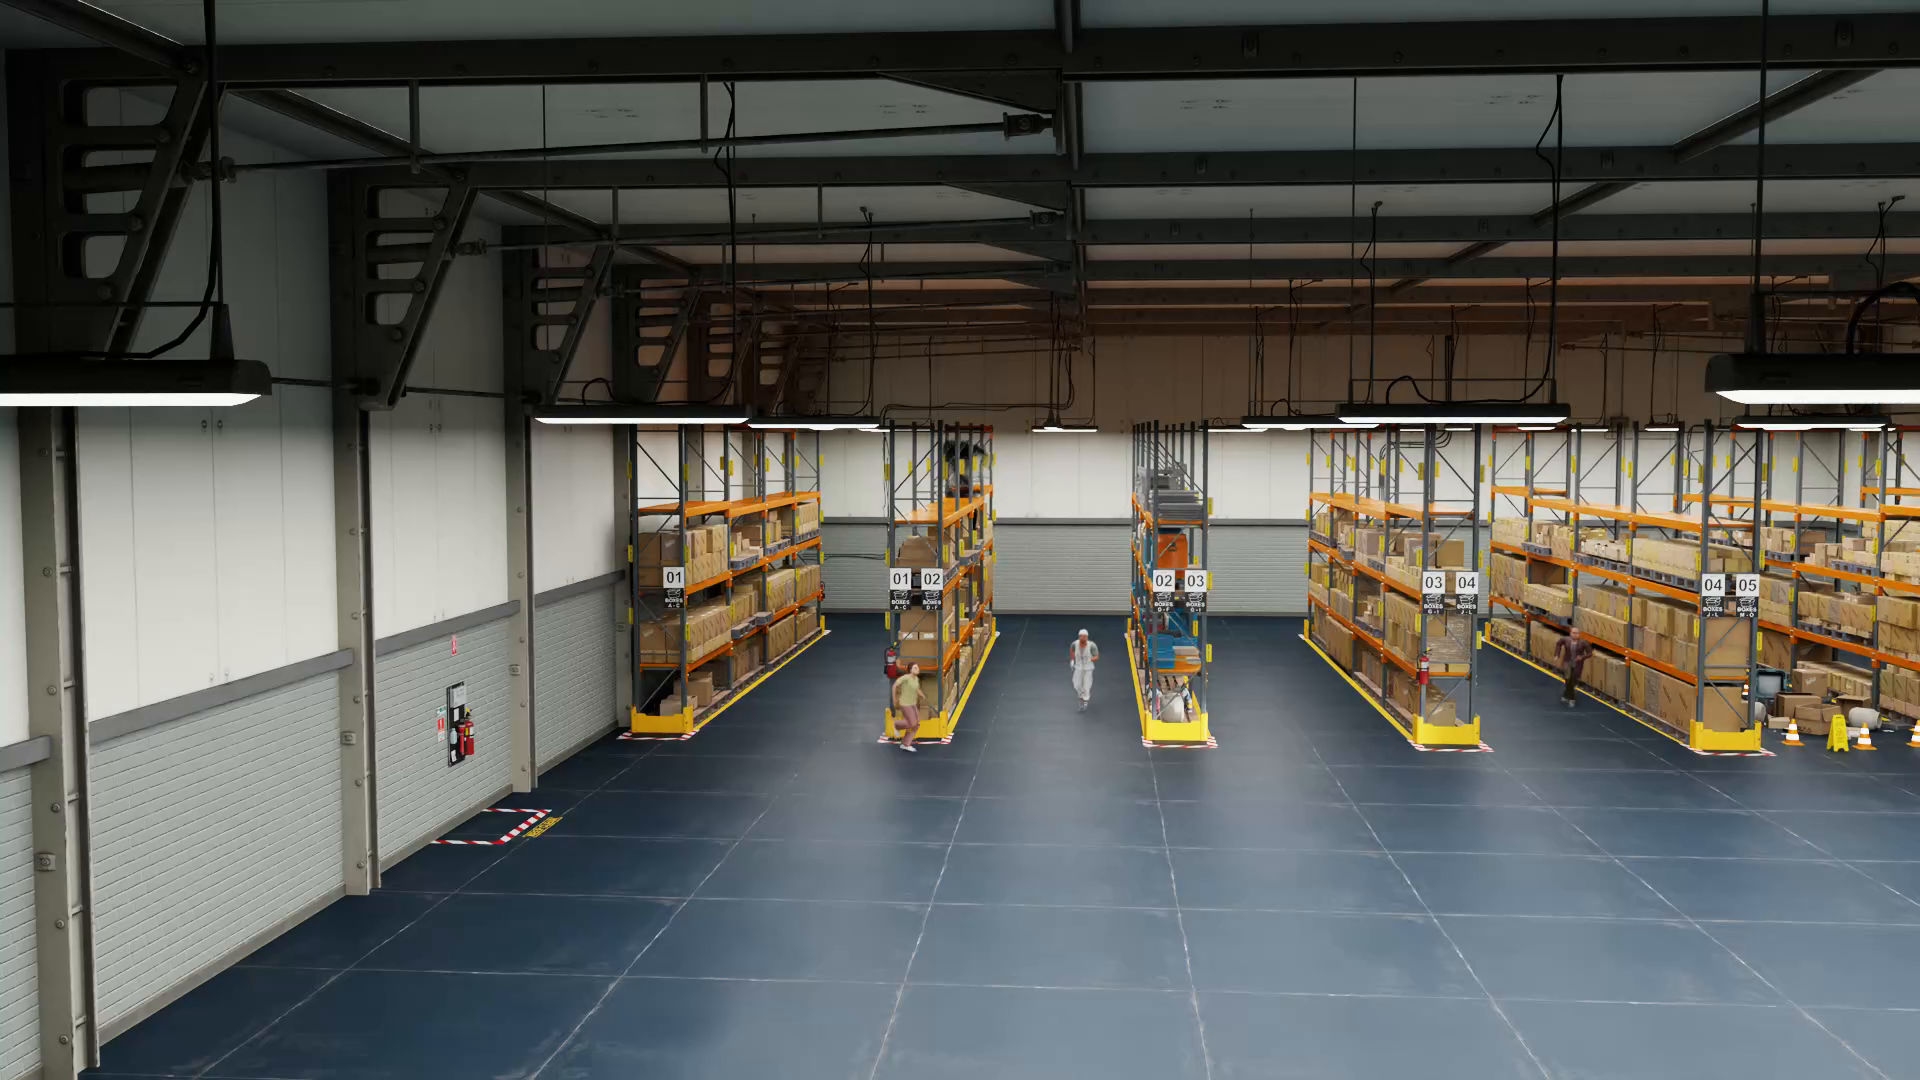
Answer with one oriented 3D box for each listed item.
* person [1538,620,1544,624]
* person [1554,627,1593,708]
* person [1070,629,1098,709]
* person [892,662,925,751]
[{"bbox_3d":[16.488,1.939,46.671,0.770,1.741,0.734,-1,4,-18],"label":"person"},{"bbox_3d":[12.972,2.663,35.217,0.754,1.709,0.878,1,4,16],"label":"person"},{"bbox_3d":[2.546,2.675,34.285,0.620,1.700,0.720,1,4,11],"label":"person"},{"bbox_3d":[-0.943,3.018,30.237,0.643,1.620,0.618,3,5,38],"label":"person"}]
